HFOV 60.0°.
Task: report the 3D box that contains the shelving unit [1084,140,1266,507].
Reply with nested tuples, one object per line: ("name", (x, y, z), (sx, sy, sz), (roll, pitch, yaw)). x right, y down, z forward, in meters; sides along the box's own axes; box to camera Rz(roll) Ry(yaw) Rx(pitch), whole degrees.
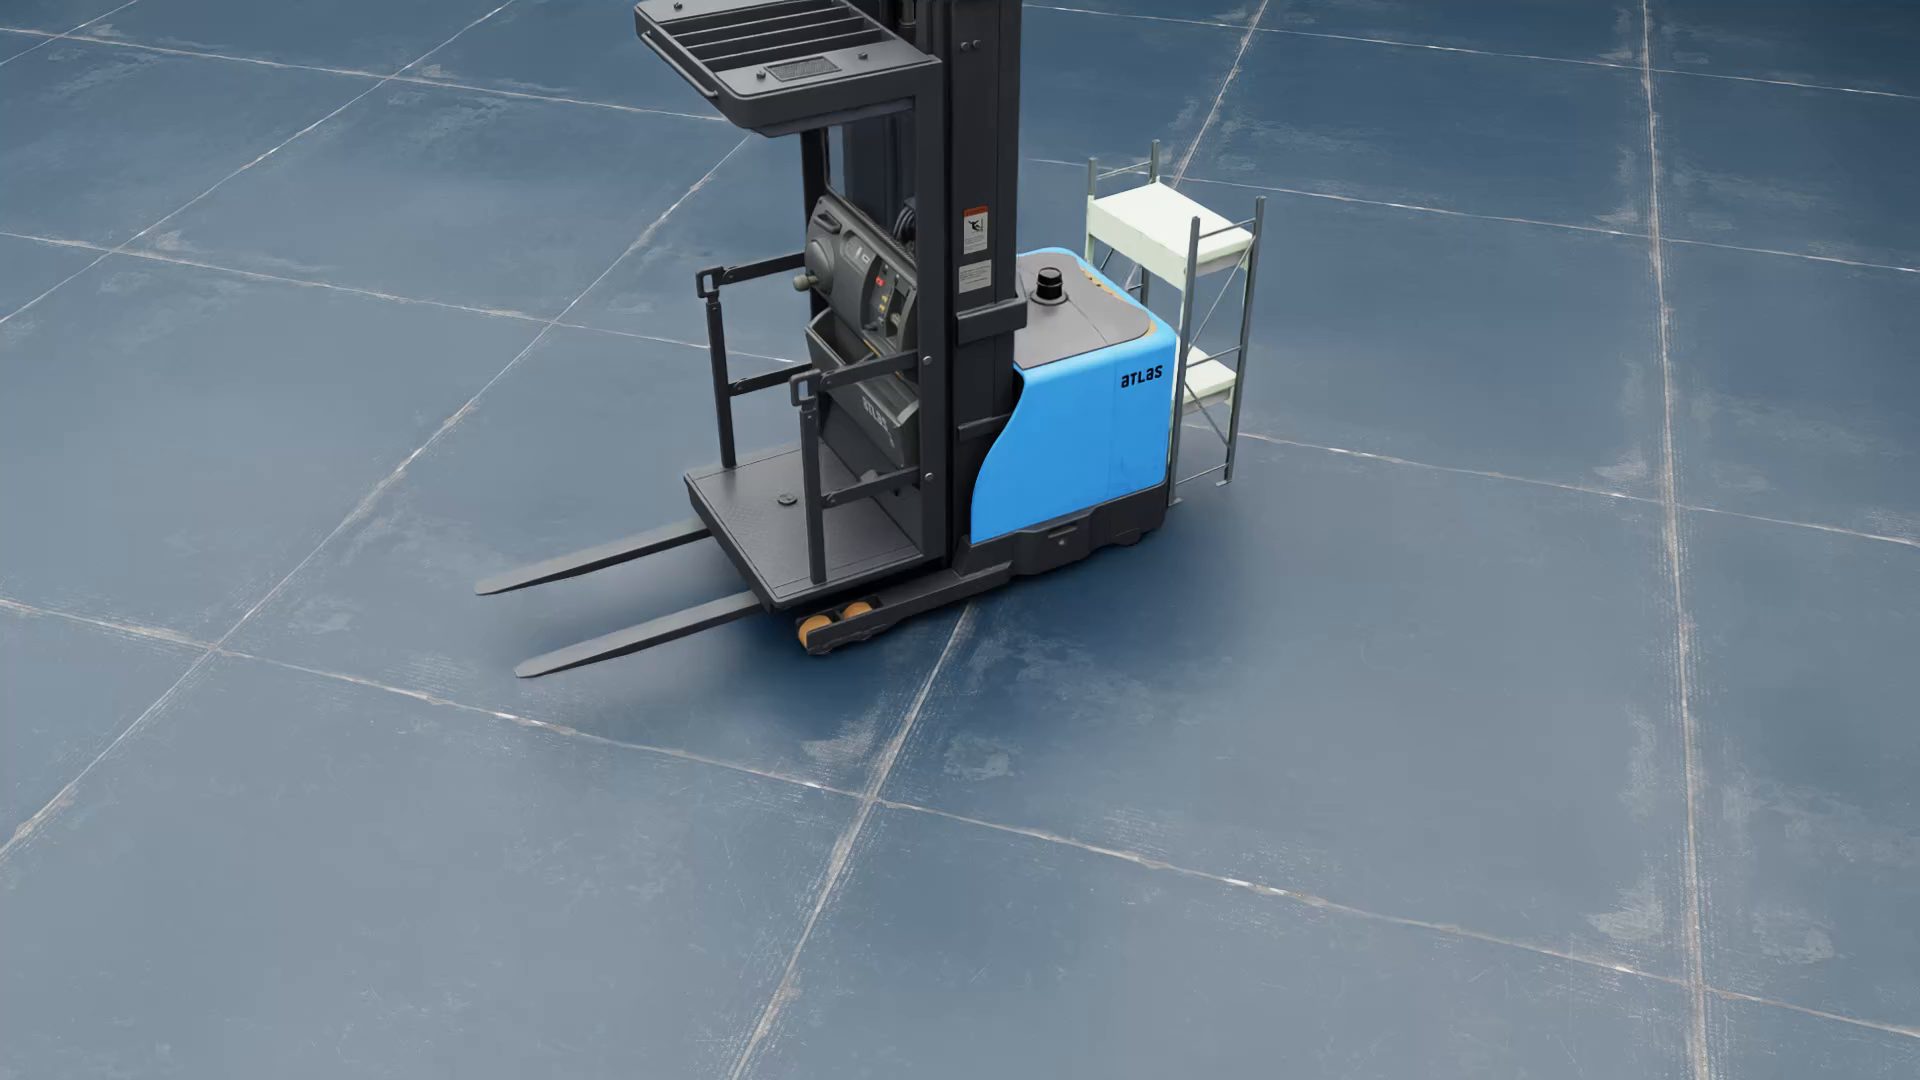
("shelving unit", (0.958, -1.013, 7.860), (0.431, 1.500, 0.755), (-21, 41, -26))

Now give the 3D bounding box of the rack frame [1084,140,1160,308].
("rack frame", (0.758, -1.195, 8.106), (0.400, 1.500, 0.023), (-21, 41, -26))

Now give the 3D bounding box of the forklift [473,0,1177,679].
("forklift", (-0.589, -1.051, 6.705), (3.031, 2.935, 1.130), (-18, 40, -22))

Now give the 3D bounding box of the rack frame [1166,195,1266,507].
("rack frame", (1.158, -0.831, 7.613), (0.400, 1.500, 0.023), (-21, 41, -26))

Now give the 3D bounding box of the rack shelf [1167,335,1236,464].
("rack shelf", (0.957, -0.750, 8.052), (0.431, 0.370, 0.720), (-21, 41, -26))

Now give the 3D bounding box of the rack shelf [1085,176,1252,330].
("rack shelf", (0.959, -1.328, 7.629), (0.431, 0.370, 0.720), (-21, 41, -26))
